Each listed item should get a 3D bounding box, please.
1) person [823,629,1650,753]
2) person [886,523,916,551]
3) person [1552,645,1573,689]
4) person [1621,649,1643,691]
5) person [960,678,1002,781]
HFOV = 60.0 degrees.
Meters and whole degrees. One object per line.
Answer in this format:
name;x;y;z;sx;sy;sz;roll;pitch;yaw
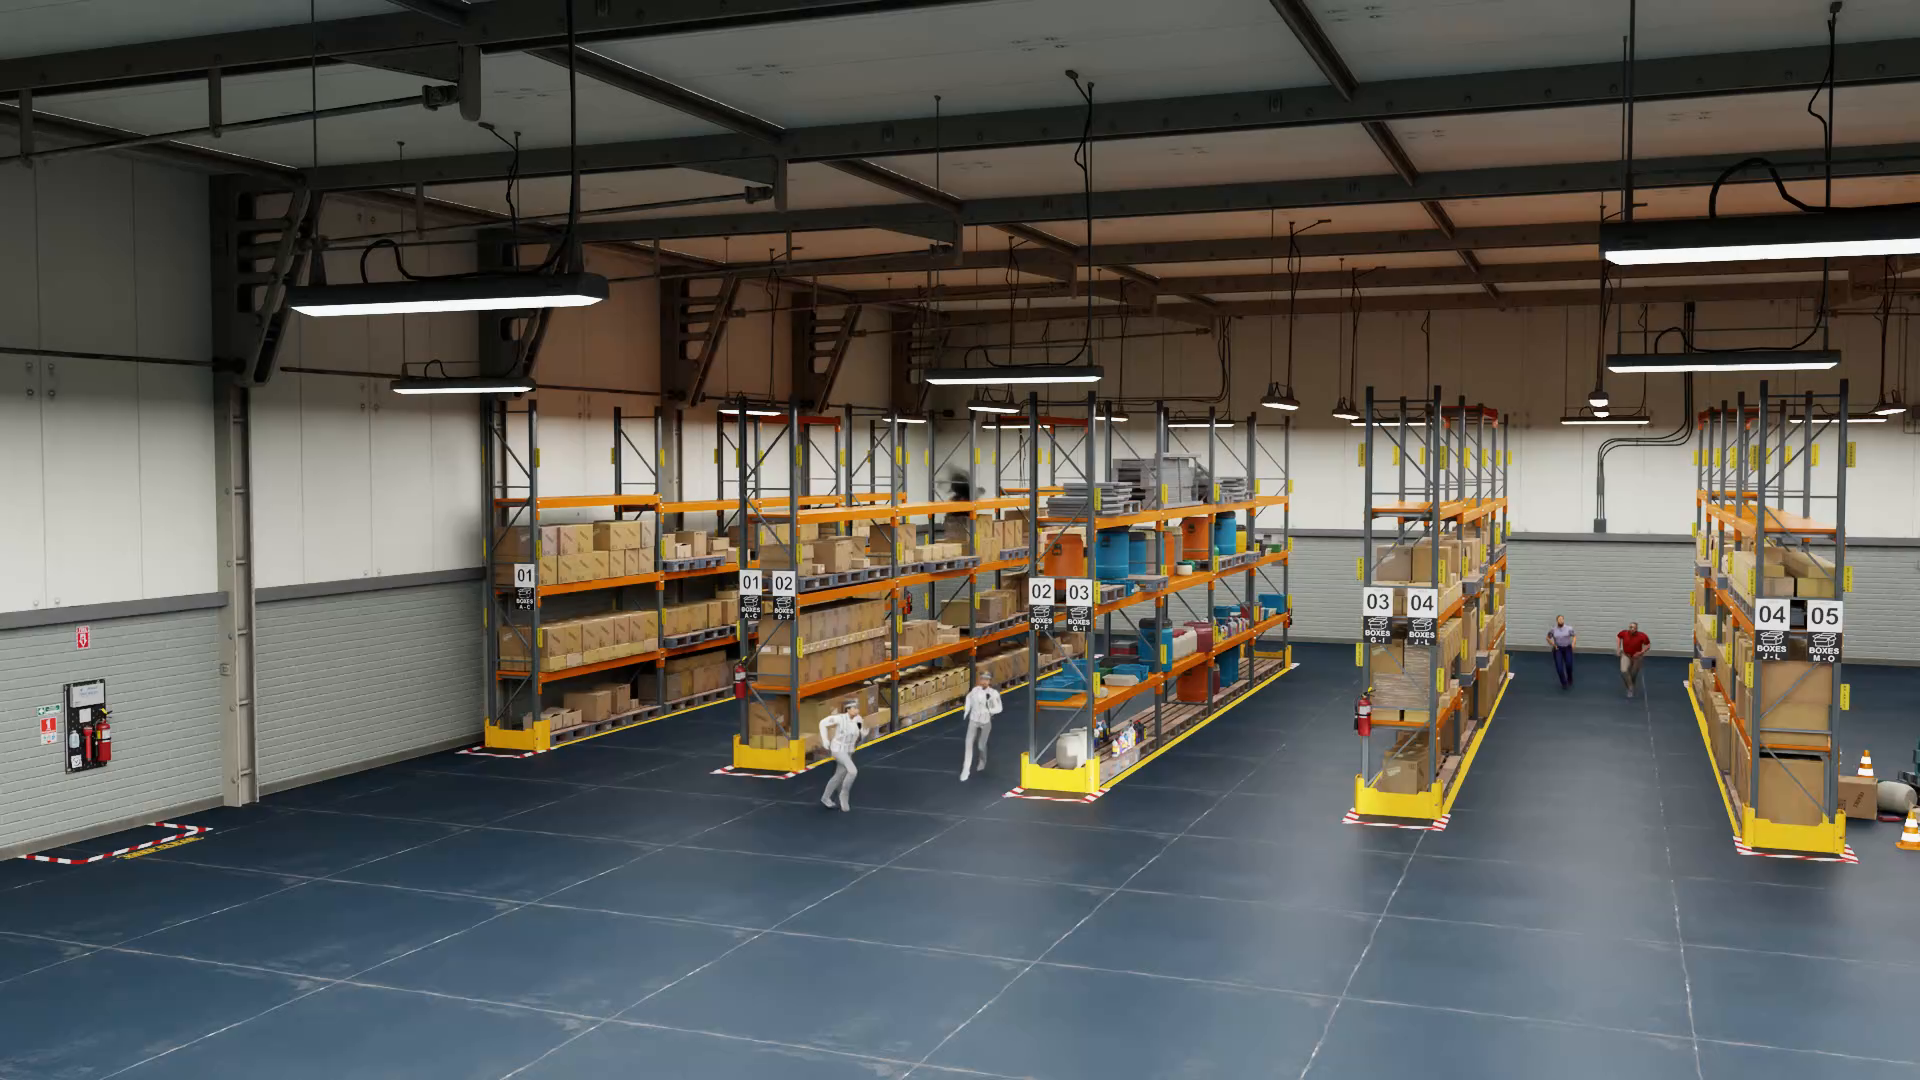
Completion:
person;6.299;2.327;29.119;5.804;0.793;19.228;2;4;38
person;5.685;1.985;22.523;3.684;3.697;23.367;-2;3;-29
person;13.112;2.817;36.163;0.455;0.828;0.518;1;3;17
person;14.202;2.704;35.108;0.418;0.909;0.841;2;3;29
person;0.353;2.895;26.086;0.648;1.644;0.894;1;3;16
